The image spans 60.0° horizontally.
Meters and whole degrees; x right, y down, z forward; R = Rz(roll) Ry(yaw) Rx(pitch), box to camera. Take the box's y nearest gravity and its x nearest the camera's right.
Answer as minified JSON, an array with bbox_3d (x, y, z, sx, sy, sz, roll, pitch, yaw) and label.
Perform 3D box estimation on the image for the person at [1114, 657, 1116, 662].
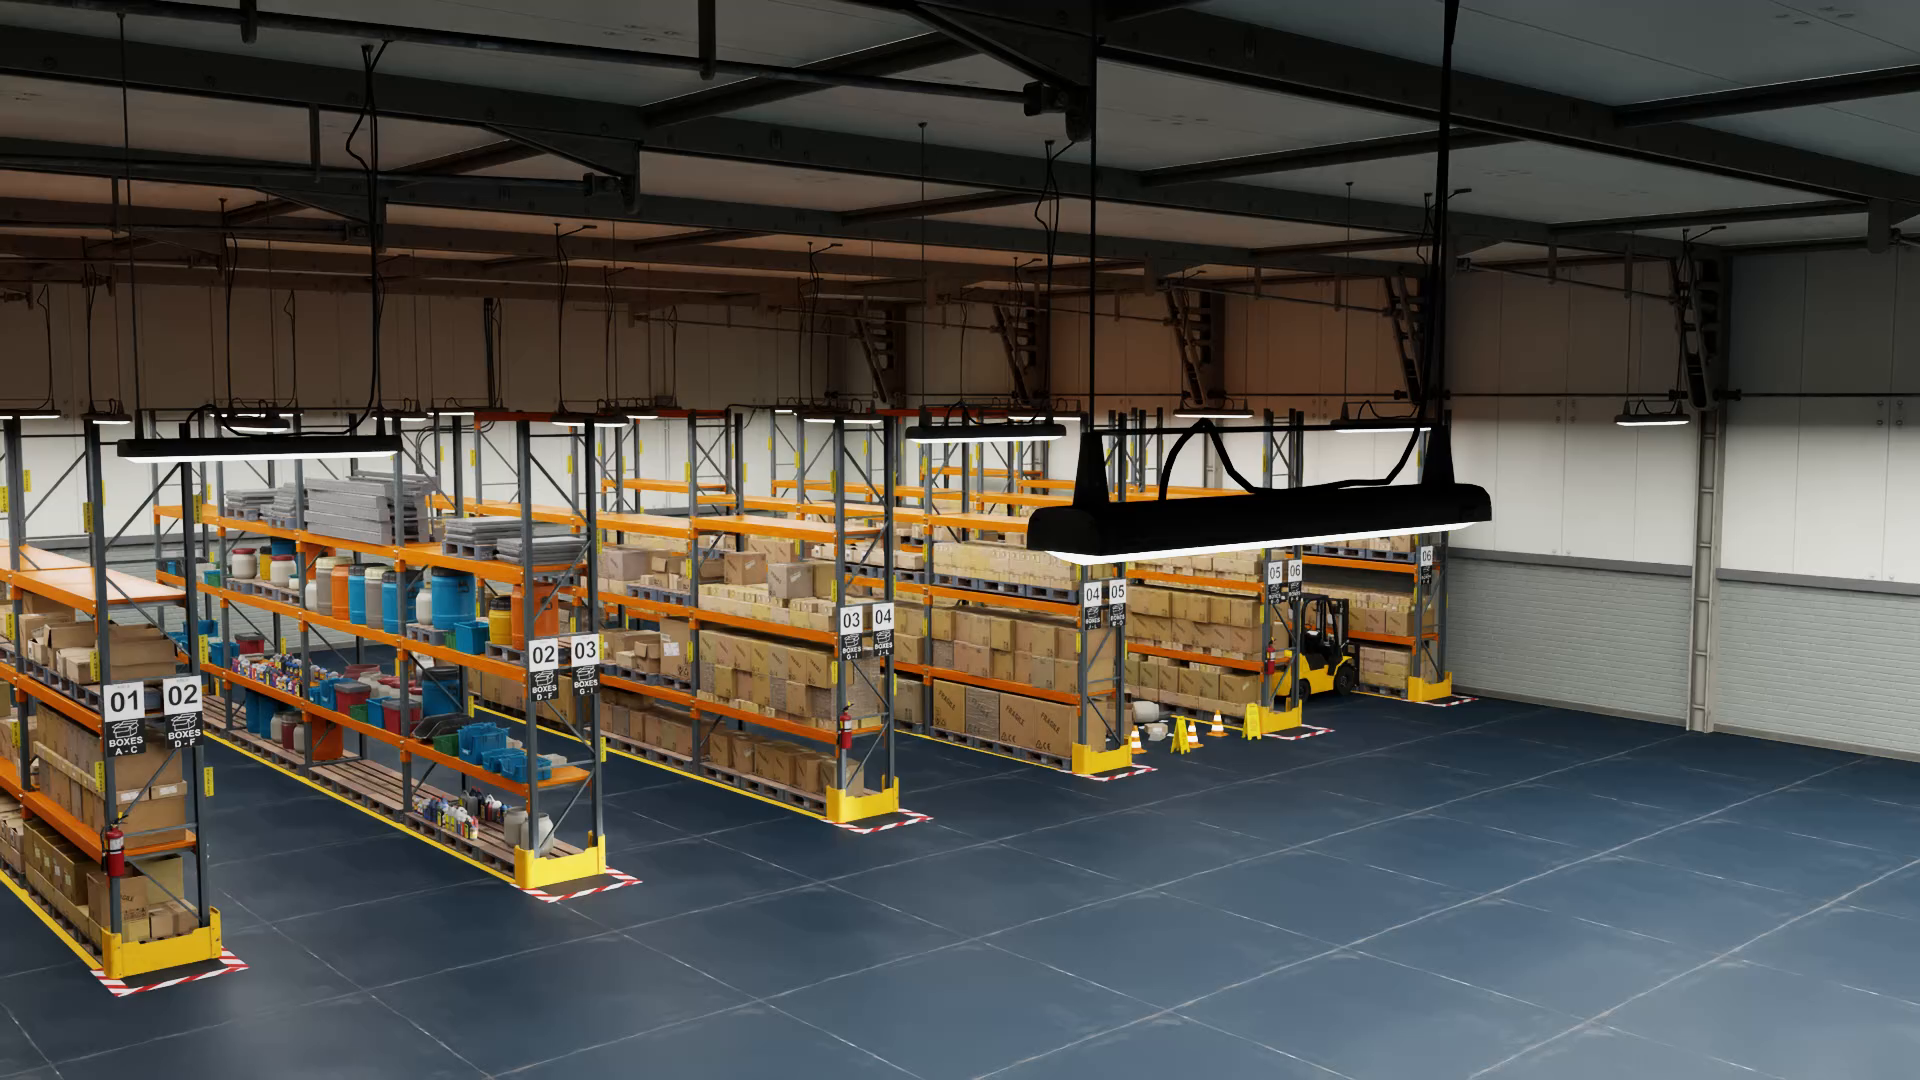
[{"bbox_3d":[3.426,2.040,39.134,0.688,1.814,0.539,4,6,35],"label":"person"}]

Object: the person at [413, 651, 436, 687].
[{"bbox_3d":[-10.606,2.602,33.000,0.576,1.652,0.841,-2,6,-25],"label":"person"}]
